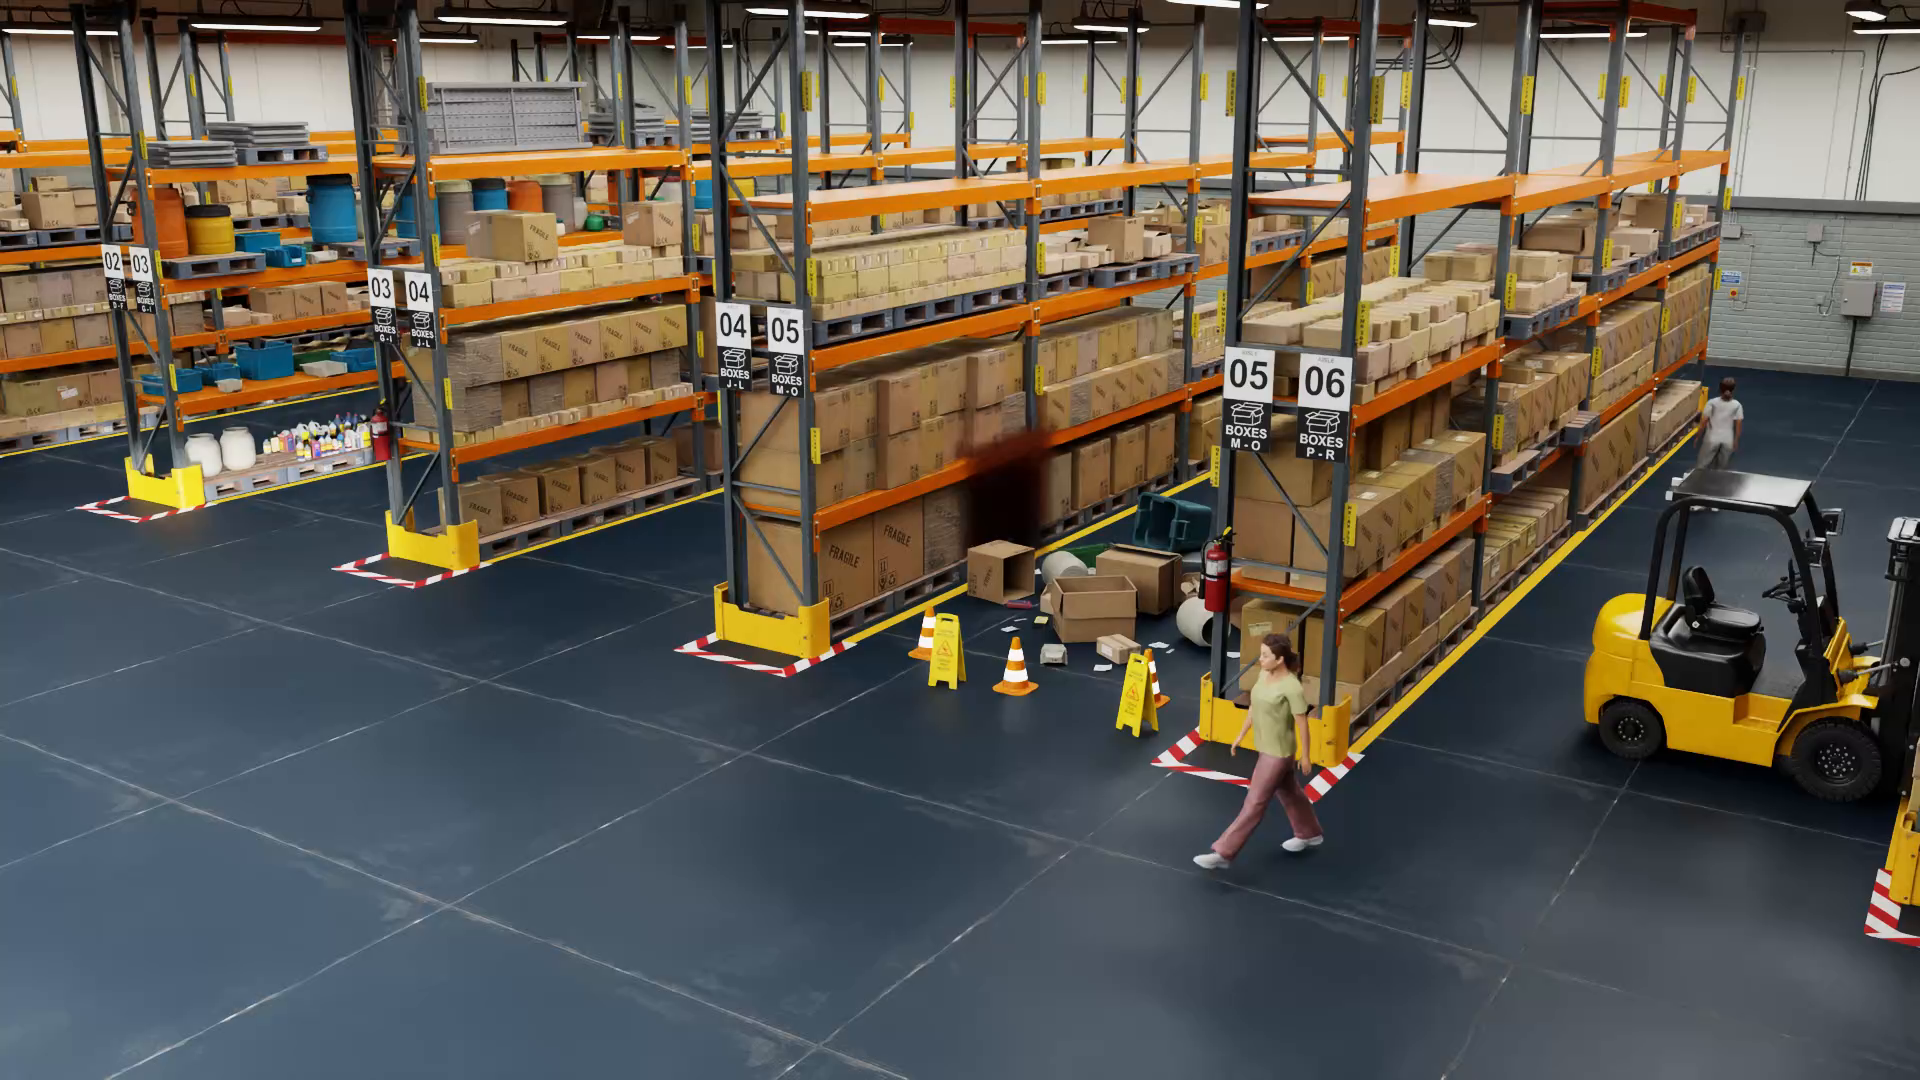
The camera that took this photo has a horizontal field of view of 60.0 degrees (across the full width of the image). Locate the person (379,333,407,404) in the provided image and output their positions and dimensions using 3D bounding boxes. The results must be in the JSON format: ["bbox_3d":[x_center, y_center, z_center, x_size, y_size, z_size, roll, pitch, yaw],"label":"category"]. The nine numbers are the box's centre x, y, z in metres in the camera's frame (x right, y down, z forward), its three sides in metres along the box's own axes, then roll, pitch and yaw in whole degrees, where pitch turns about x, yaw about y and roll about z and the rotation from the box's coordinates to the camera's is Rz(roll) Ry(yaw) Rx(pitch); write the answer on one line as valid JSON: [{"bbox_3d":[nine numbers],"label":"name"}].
[{"bbox_3d":[-9.026,-2.823,26.140,0.589,1.702,0.520,13,20,40],"label":"person"}]

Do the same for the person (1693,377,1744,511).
[{"bbox_3d":[9.280,-1.152,20.319,0.508,1.646,0.578,3,16,9],"label":"person"}]

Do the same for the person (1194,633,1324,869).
[{"bbox_3d":[2.016,1.392,11.132,1.070,1.611,0.472,-4,16,-15],"label":"person"}]

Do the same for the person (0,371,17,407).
[{"bbox_3d":[-14.639,-2.661,25.574,0.659,1.740,0.657,6,17,21],"label":"person"}]
